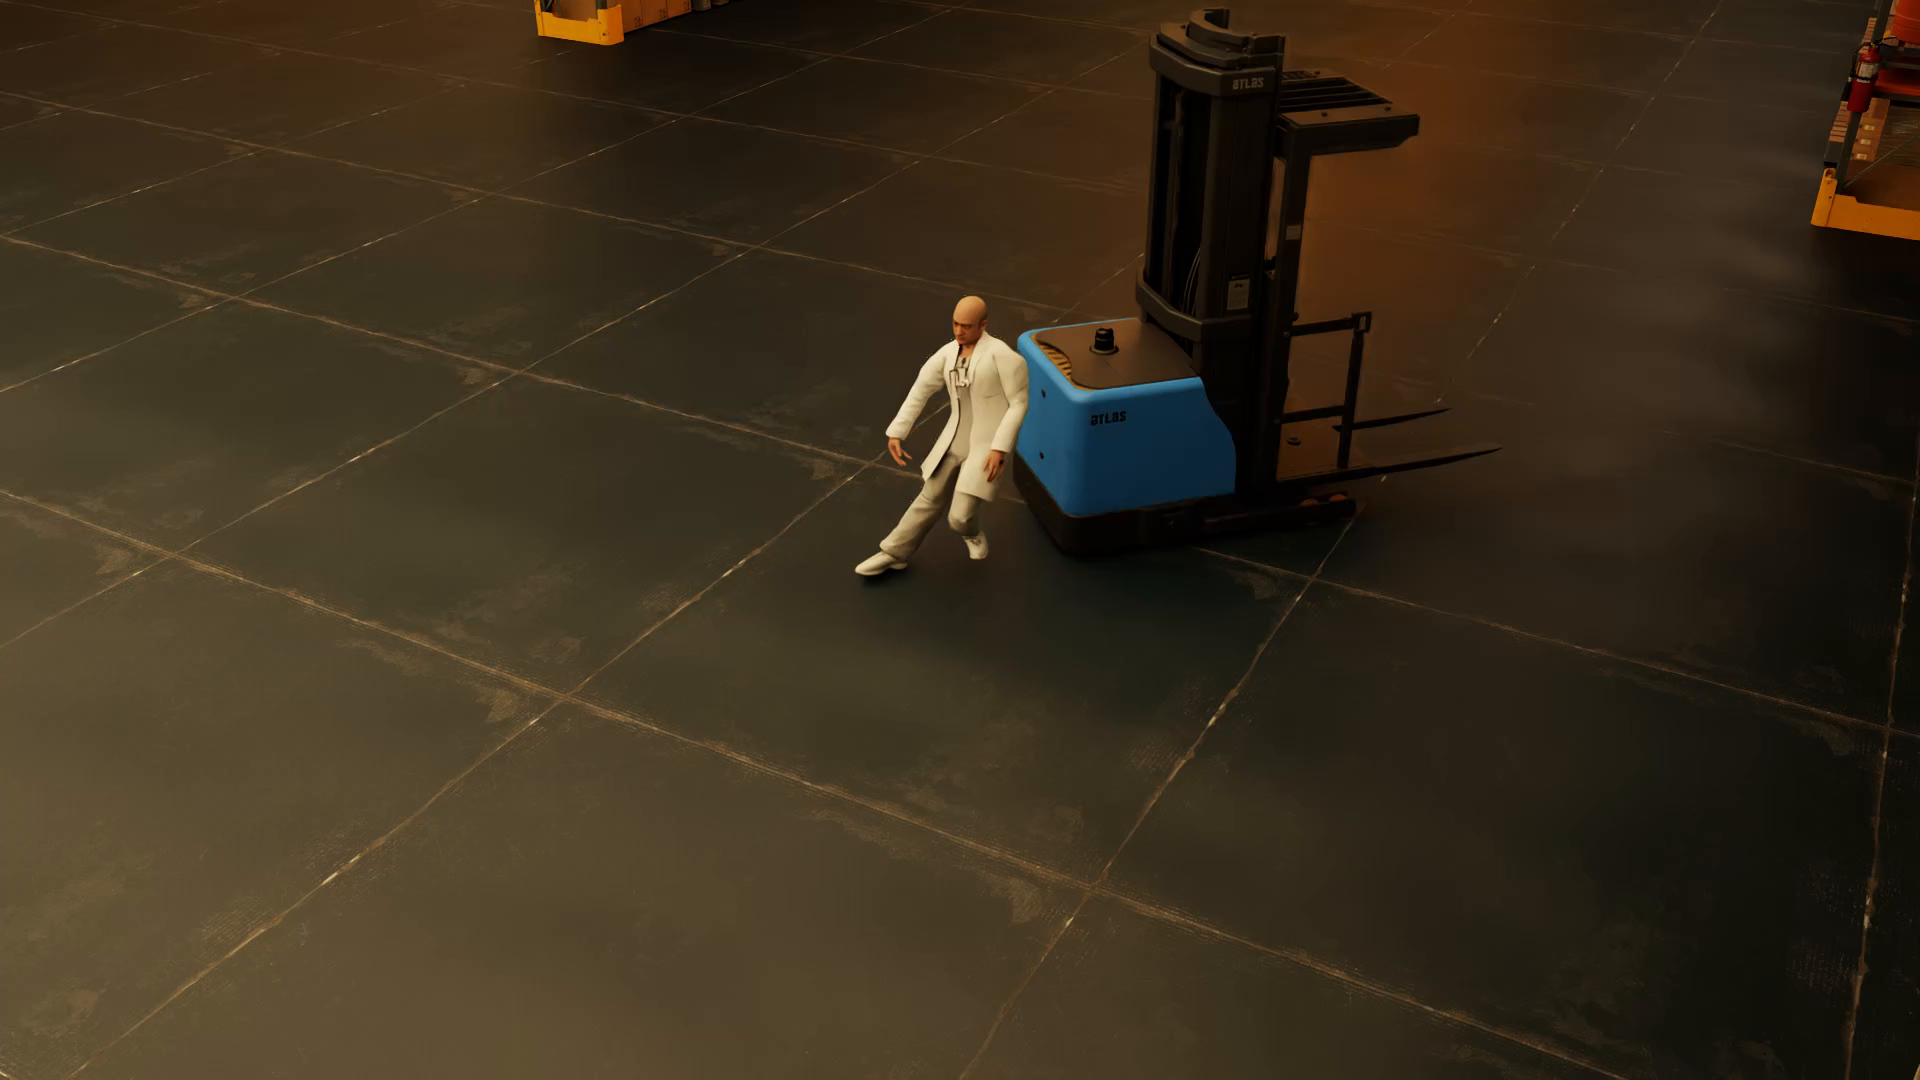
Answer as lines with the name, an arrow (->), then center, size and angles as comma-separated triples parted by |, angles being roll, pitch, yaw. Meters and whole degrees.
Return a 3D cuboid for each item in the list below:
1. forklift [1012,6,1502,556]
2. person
forklift -> 1.907, -1.596, 9.835 | 3.031, 2.935, 1.130 | -9, 31, -15
person -> -0.095, -0.491, 9.180 | 0.756, 1.668, 0.769 | 25, 38, 36
